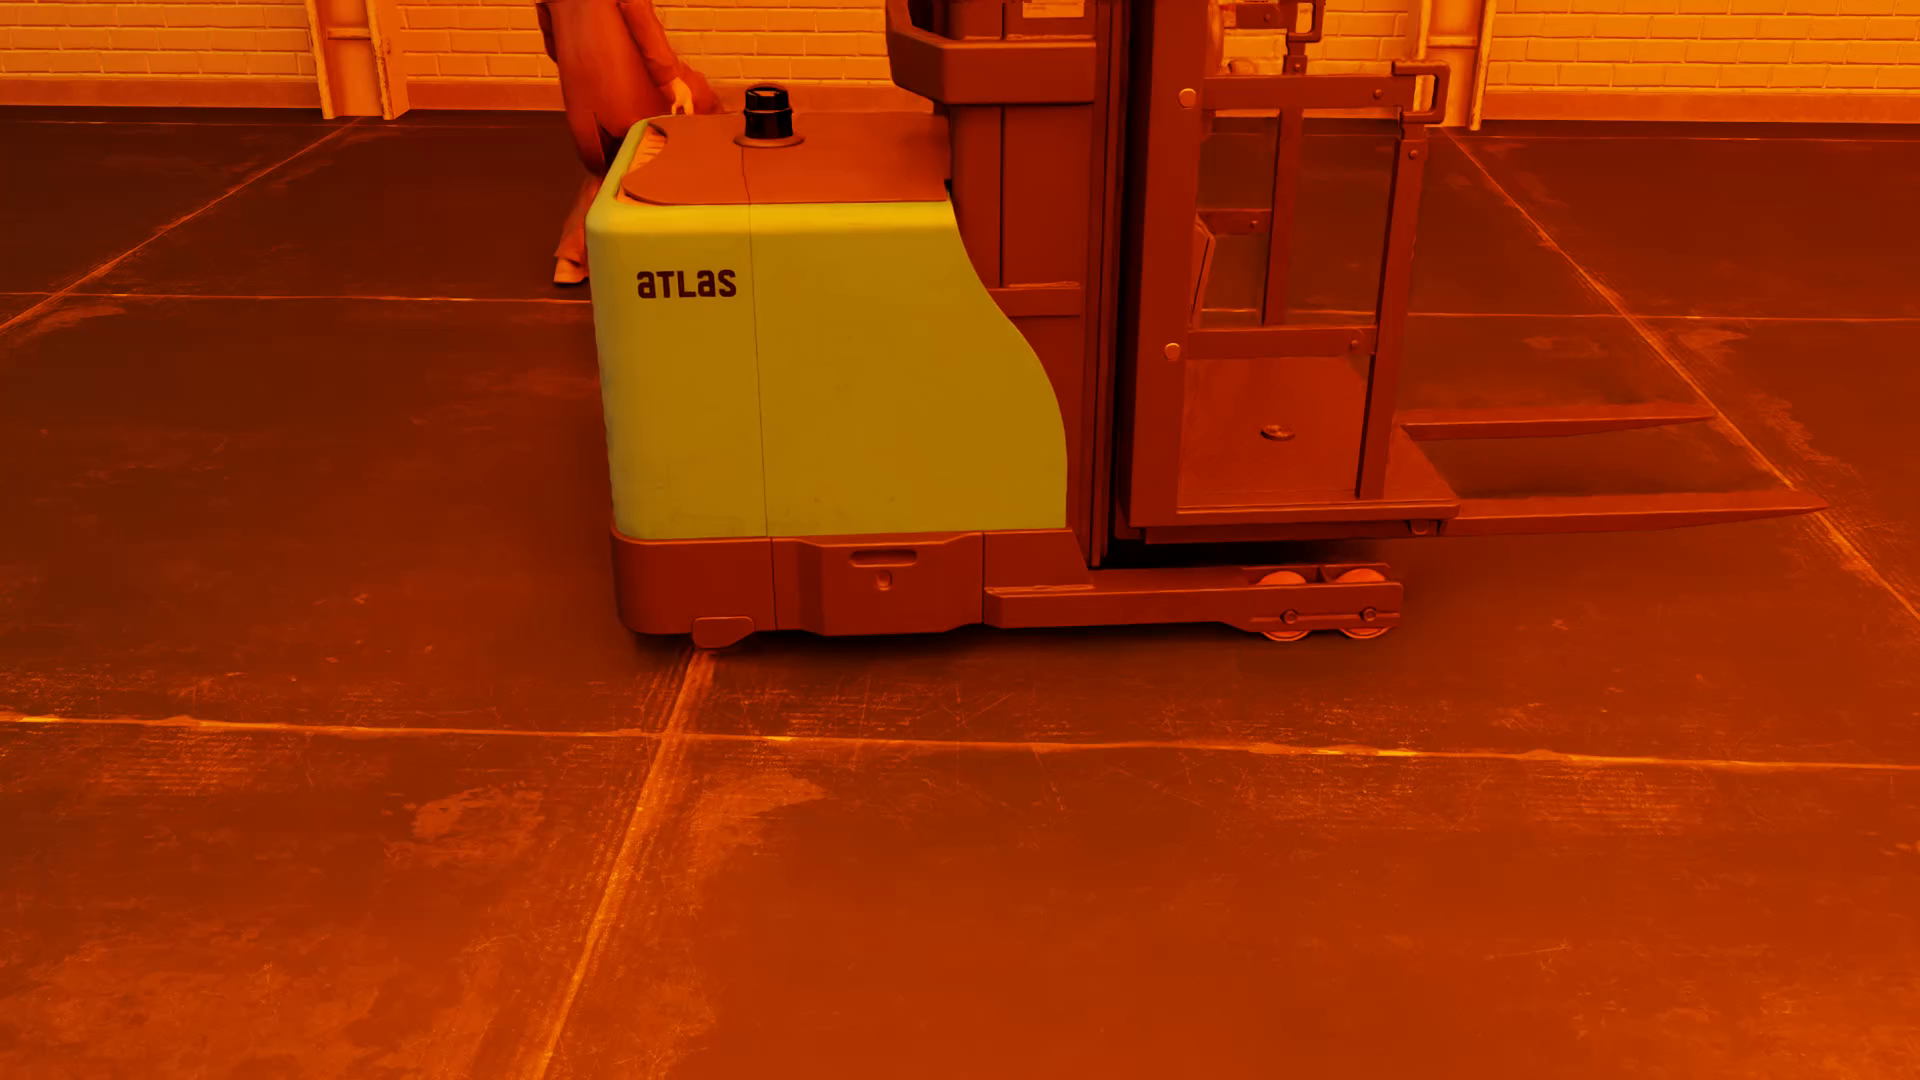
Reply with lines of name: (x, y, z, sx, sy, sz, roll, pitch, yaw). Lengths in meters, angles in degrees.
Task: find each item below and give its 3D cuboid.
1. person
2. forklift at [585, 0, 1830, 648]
person: (-1.229, -1.727, 6.339, 0.832, 1.545, 0.705, 12, 29, 22)
forklift: (0.663, -1.302, 3.847, 3.031, 2.935, 1.130, -2, 26, -4)
